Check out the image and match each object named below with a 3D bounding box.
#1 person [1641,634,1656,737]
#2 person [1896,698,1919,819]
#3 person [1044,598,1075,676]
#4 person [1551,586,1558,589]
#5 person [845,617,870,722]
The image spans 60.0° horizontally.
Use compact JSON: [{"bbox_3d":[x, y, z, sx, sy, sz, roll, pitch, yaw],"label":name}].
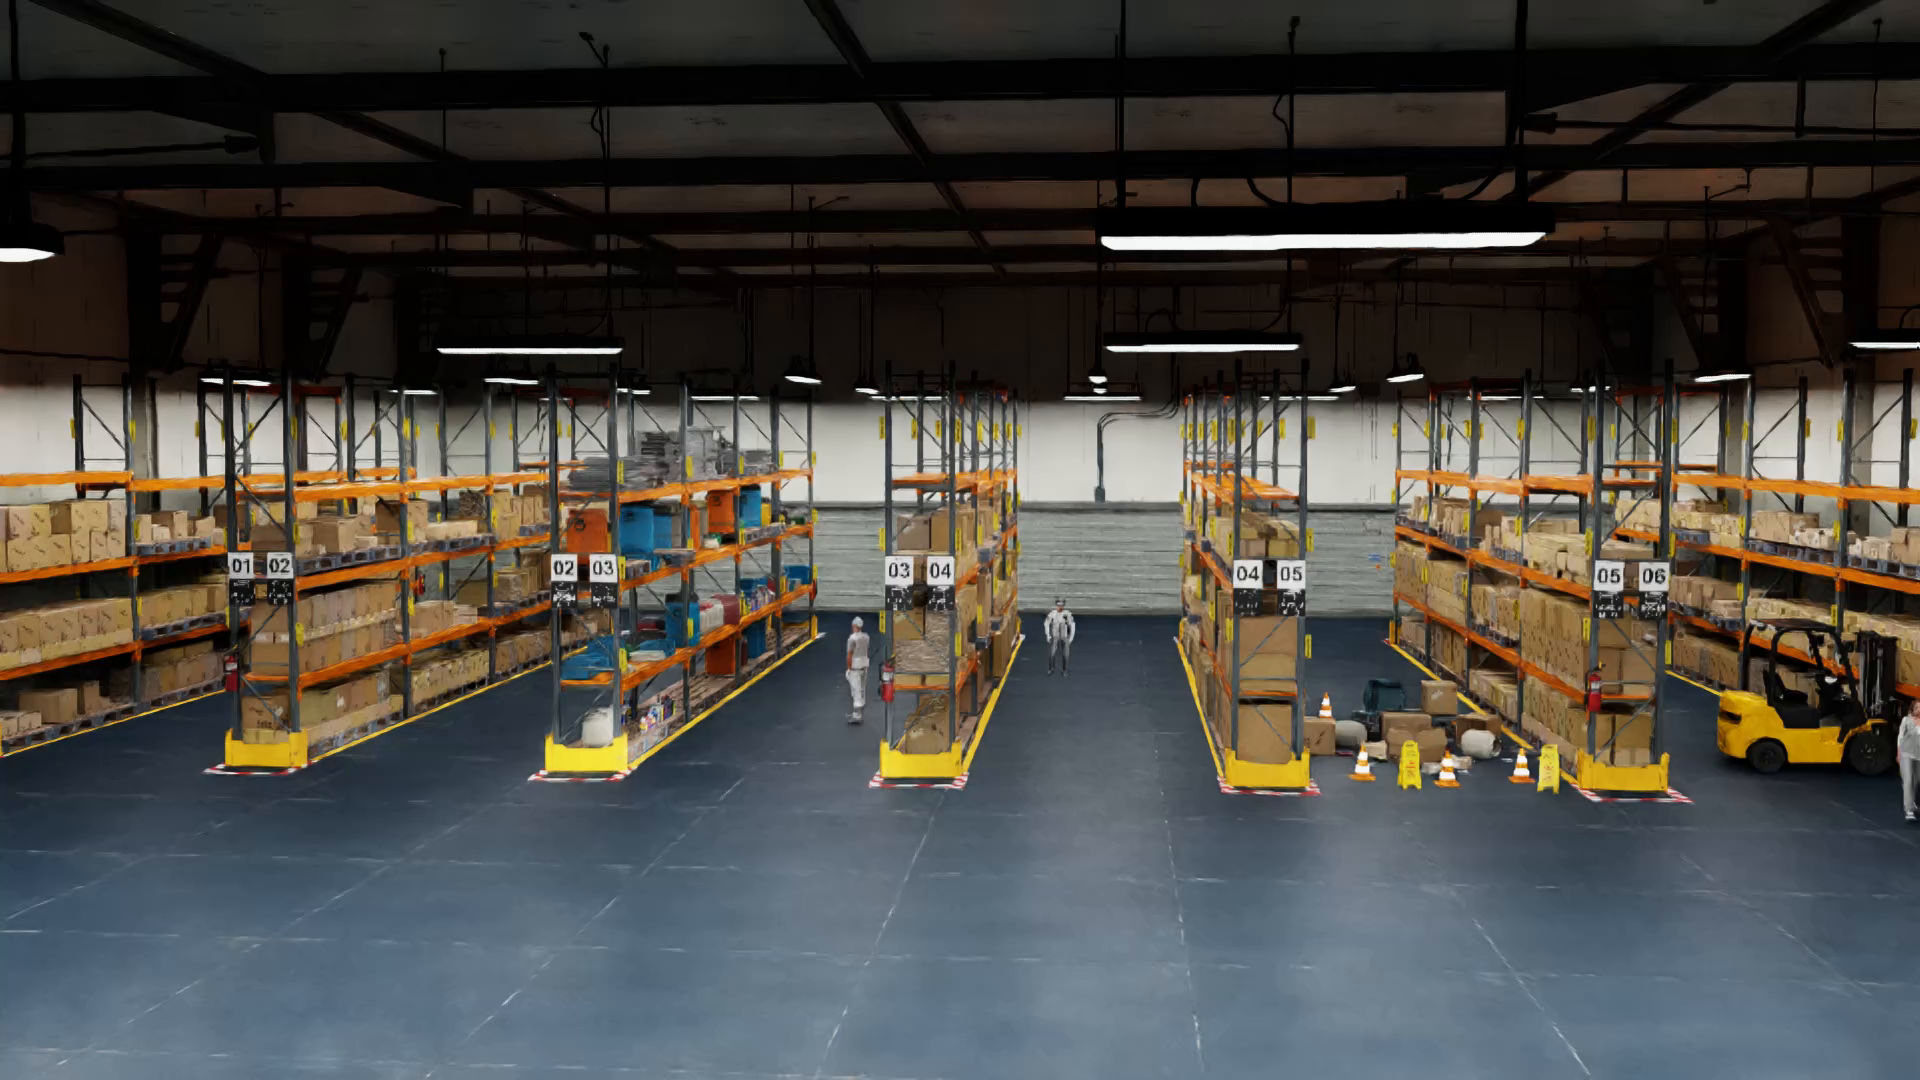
[{"bbox_3d":[11.302,2.364,27.341,0.556,1.659,0.599,3,5,38],"label":"person"},{"bbox_3d":[12.374,2.807,21.537,0.407,1.530,0.962,1,4,14],"label":"person"},{"bbox_3d":[2.029,1.972,33.833,0.639,1.628,0.512,0,4,3],"label":"person"},{"bbox_3d":[13.647,1.662,38.077,0.493,1.664,0.576,0,4,0],"label":"person"},{"bbox_3d":[-1.812,2.212,28.613,0.489,1.787,0.608,3,5,35],"label":"person"}]
